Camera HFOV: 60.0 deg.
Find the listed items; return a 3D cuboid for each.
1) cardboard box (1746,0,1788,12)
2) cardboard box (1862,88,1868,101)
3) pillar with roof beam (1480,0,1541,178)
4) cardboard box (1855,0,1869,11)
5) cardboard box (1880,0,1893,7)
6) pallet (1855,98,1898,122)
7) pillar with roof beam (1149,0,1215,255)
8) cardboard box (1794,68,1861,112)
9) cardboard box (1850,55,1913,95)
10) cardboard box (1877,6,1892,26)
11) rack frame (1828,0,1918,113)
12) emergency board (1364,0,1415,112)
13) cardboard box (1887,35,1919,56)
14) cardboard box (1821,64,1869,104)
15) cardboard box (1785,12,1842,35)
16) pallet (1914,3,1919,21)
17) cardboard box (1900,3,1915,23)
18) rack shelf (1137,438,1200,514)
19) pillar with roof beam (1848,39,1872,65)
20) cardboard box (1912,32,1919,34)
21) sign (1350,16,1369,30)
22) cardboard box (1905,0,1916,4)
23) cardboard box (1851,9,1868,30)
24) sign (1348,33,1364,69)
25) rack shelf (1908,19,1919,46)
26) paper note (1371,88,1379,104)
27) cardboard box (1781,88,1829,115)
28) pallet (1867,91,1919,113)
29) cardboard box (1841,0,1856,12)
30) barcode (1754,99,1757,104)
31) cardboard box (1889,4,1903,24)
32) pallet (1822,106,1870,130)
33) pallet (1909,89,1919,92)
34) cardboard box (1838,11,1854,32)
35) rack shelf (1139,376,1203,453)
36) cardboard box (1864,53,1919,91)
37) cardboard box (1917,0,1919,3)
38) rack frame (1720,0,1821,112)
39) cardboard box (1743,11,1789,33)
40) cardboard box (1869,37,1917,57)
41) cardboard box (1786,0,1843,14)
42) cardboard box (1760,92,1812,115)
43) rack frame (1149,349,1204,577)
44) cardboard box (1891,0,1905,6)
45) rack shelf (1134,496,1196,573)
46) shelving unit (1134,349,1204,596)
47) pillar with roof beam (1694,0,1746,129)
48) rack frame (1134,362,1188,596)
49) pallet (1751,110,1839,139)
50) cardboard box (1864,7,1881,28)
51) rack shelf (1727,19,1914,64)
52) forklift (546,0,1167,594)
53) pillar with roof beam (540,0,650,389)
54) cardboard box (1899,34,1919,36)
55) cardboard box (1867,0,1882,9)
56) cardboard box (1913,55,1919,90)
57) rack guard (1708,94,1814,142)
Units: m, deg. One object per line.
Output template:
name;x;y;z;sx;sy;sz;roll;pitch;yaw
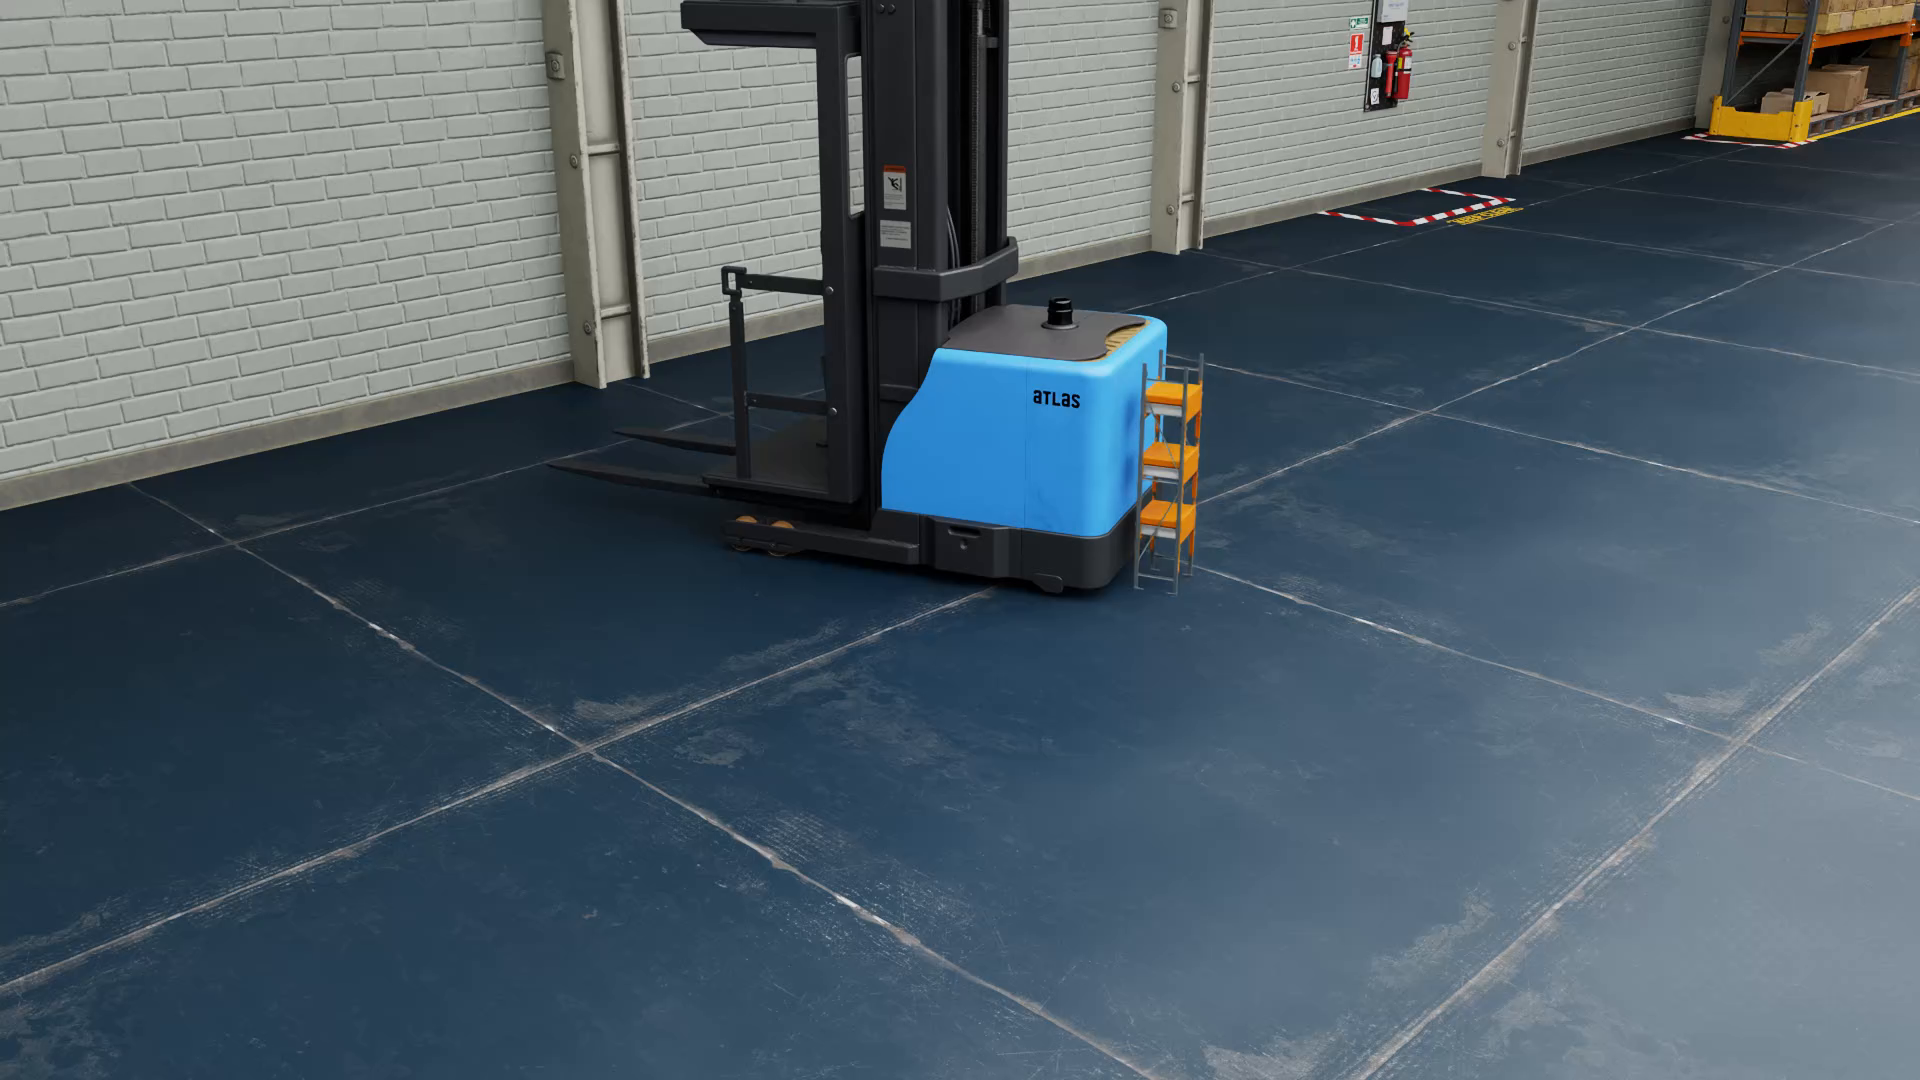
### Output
cardboard box;10.601;-7.145;21.619;0.500;0.500;0.500;19;28;40
cardboard box;12.863;-6.447;24.004;0.380;0.166;0.250;15;26;34
pillar with roof beam;9.191;-7.258;14.416;9.100;9.000;0.400;19;28;41
cardboard box;11.689;-7.274;21.954;0.500;0.500;0.500;18;27;39
cardboard box;12.403;-7.543;22.656;0.500;0.500;0.500;18;28;39
pallet;12.771;-6.226;23.980;1.003;0.211;1.213;19;28;41
pillar with roof beam;5.006;-5.716;10.403;9.100;9.000;0.400;19;28;41
cardboard box;11.916;-6.198;22.890;0.700;0.500;0.500;17;27;37
cardboard box;13.716;-6.941;24.824;0.500;0.500;0.700;-19;28;-40
cardboard box;12.408;-7.192;22.787;0.500;0.250;0.500;19;28;40
rack frame;13.214;-7.710;23.952;1.000;3.000;0.127;19;28;41
emergency board;4.356;-4.910;16.667;0.194;1.169;0.643;19;28;41
cardboard box;14.381;-7.540;25.337;0.500;0.250;0.500;18;28;39
cardboard box;12.519;-6.471;23.601;0.500;0.500;0.500;17;27;37
cardboard box;10.992;-6.667;21.419;0.500;0.250;0.500;18;28;39
pallet;13.852;-7.780;24.402;1.003;0.211;1.213;19;28;41
cardboard box;13.101;-7.451;23.461;0.500;0.250;0.500;19;28;41
rack shelf;0.924;-0.287;7.387;0.215;0.259;0.240;9;23;21
pillar with roof beam;17.563;-10.343;22.441;9.100;9.000;0.400;19;28;41
cardboard box;15.097;-7.797;26.006;0.500;0.250;0.500;-20;28;-41
sign;3.906;-5.056;16.261;0.001;0.109;0.331;19;28;41
cardboard box;13.106;-7.800;23.323;0.500;0.500;0.500;19;28;41
cardboard box;11.704;-6.933;22.113;0.500;0.250;0.500;19;28;40
sign;3.896;-4.810;16.358;0.001;0.329;0.234;19;28;41
rack shelf;14.610;-7.888;25.418;1.077;0.370;4.000;19;28;41
paper note;4.183;-4.470;16.752;0.016;0.148;0.142;19;28;41
cardboard box;11.369;-5.933;22.465;0.500;0.311;0.500;-17;27;-38
pallet;13.757;-6.608;24.974;1.003;0.211;1.213;19;28;41
cardboard box;11.324;-7.143;21.613;0.500;0.500;0.500;19;28;41
barcode;10.697;-5.896;22.355;0.001;0.075;0.075;19;28;41
cardboard box;12.748;-7.325;23.133;0.500;0.250;0.500;19;28;41
pallet;11.920;-5.911;23.160;1.003;0.211;1.213;19;28;41
pallet;14.608;-6.924;25.793;1.003;0.211;1.213;19;28;41
cardboard box;11.344;-6.804;21.776;0.500;0.250;0.500;18;28;39
rack shelf;0.924;-0.552;7.285;0.215;0.259;0.240;9;23;21
cardboard box;14.041;-7.087;25.203;0.700;0.500;0.500;19;28;40
cardboard box;13.594;-8.084;24.173;0.700;0.500;0.500;19;28;41
rack frame;10.424;-6.681;21.277;1.000;3.000;0.127;19;28;41
cardboard box;10.611;-6.789;21.739;0.500;0.250;0.500;-20;28;-41
cardboard box;14.021;-7.406;24.986;0.500;0.250;0.500;19;28;40
cardboard box;10.972;-7.018;21.289;0.500;0.500;0.500;19;28;41
cardboard box;10.971;-5.787;22.084;0.500;0.311;0.500;15;26;35
rack frame;0.972;-0.337;7.488;0.200;1.050;0.008;9;23;21
cardboard box;12.762;-7.670;22.985;0.500;0.500;0.500;19;28;40
rack shelf;0.924;-0.027;7.487;0.215;0.259;0.240;9;23;21
shelving unit;0.924;-0.297;7.383;0.215;1.050;0.252;9;23;21
pillar with roof beam;13.377;-8.801;18.428;9.100;9.000;0.400;19;28;41
rack frame;0.876;-0.257;7.279;0.200;1.050;0.008;9;23;21
pallet;11.069;-5.599;22.348;1.003;0.211;1.213;19;28;41
cardboard box;12.058;-7.062;22.449;0.500;0.250;0.500;20;28;41
rack shelf;11.819;-6.860;22.743;1.077;0.370;4.000;19;28;41
forklift;-0.584;-1.454;7.771;3.031;2.935;1.130;8;23;21
pillar with roof beam;0.820;-4.174;6.390;9.100;9.000;0.400;19;28;41
cardboard box;14.742;-7.664;25.659;0.500;0.250;0.500;19;28;40
cardboard box;12.041;-7.410;22.307;0.500;0.500;0.500;-19;28;-40
cardboard box;14.425;-7.208;25.517;0.700;0.500;0.500;20;28;41
rack guard;10.477;-5.534;21.776;1.175;0.500;0.348;19;28;41
